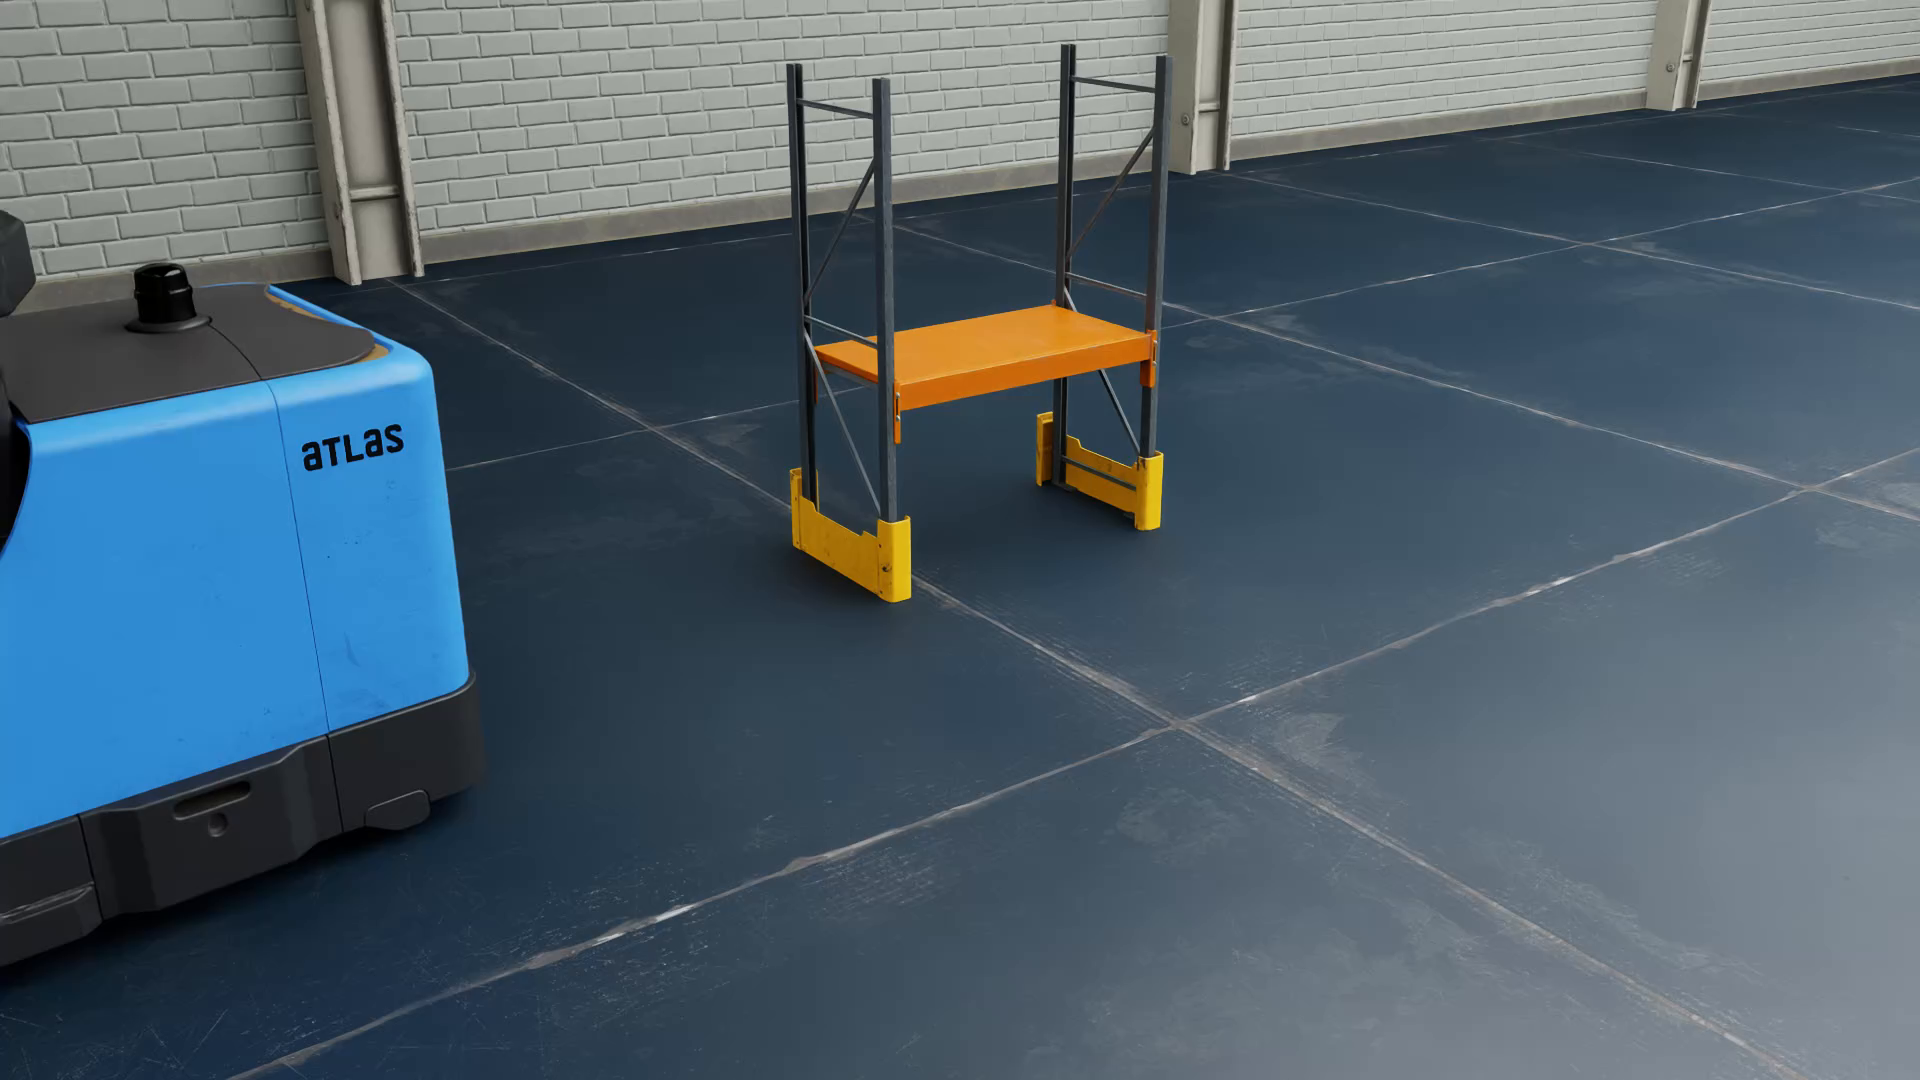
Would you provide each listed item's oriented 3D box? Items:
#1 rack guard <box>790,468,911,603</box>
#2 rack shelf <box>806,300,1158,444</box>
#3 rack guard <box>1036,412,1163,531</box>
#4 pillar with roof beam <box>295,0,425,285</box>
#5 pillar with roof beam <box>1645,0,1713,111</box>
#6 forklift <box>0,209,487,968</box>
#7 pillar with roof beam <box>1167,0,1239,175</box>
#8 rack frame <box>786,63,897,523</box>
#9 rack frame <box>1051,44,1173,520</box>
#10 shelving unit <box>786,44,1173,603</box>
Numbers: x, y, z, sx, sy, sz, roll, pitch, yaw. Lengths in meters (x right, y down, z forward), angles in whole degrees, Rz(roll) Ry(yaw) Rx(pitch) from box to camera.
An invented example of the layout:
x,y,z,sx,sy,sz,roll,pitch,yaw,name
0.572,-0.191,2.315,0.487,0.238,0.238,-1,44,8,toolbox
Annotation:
x,y,z,sx,sy,sz,roll,pitch,yaw,name
-0.342,-0.025,5.121,0.087,0.250,0.587,-15,26,-33,rack guard
0.069,-0.548,5.231,1.000,0.185,0.538,-15,26,-33,rack shelf
0.466,-0.240,5.662,0.087,0.250,0.587,-15,26,-33,rack guard
-0.622,-4.314,4.065,0.400,9.000,9.100,-15,26,-33,pillar with roof beam
9.119,-6.911,10.574,0.400,9.000,9.100,-15,26,-33,pillar with roof beam
-2.535,-0.523,2.753,3.031,2.935,1.130,-18,28,-38,forklift
4.249,-5.612,7.320,0.400,9.000,9.100,-15,26,-33,pillar with roof beam
-0.343,-0.605,4.889,0.032,1.500,0.500,-15,26,-33,rack frame
0.482,-0.825,5.440,0.032,1.500,0.500,-15,26,-33,rack frame
0.062,-0.713,5.160,1.083,1.500,0.587,-15,26,-33,shelving unit
